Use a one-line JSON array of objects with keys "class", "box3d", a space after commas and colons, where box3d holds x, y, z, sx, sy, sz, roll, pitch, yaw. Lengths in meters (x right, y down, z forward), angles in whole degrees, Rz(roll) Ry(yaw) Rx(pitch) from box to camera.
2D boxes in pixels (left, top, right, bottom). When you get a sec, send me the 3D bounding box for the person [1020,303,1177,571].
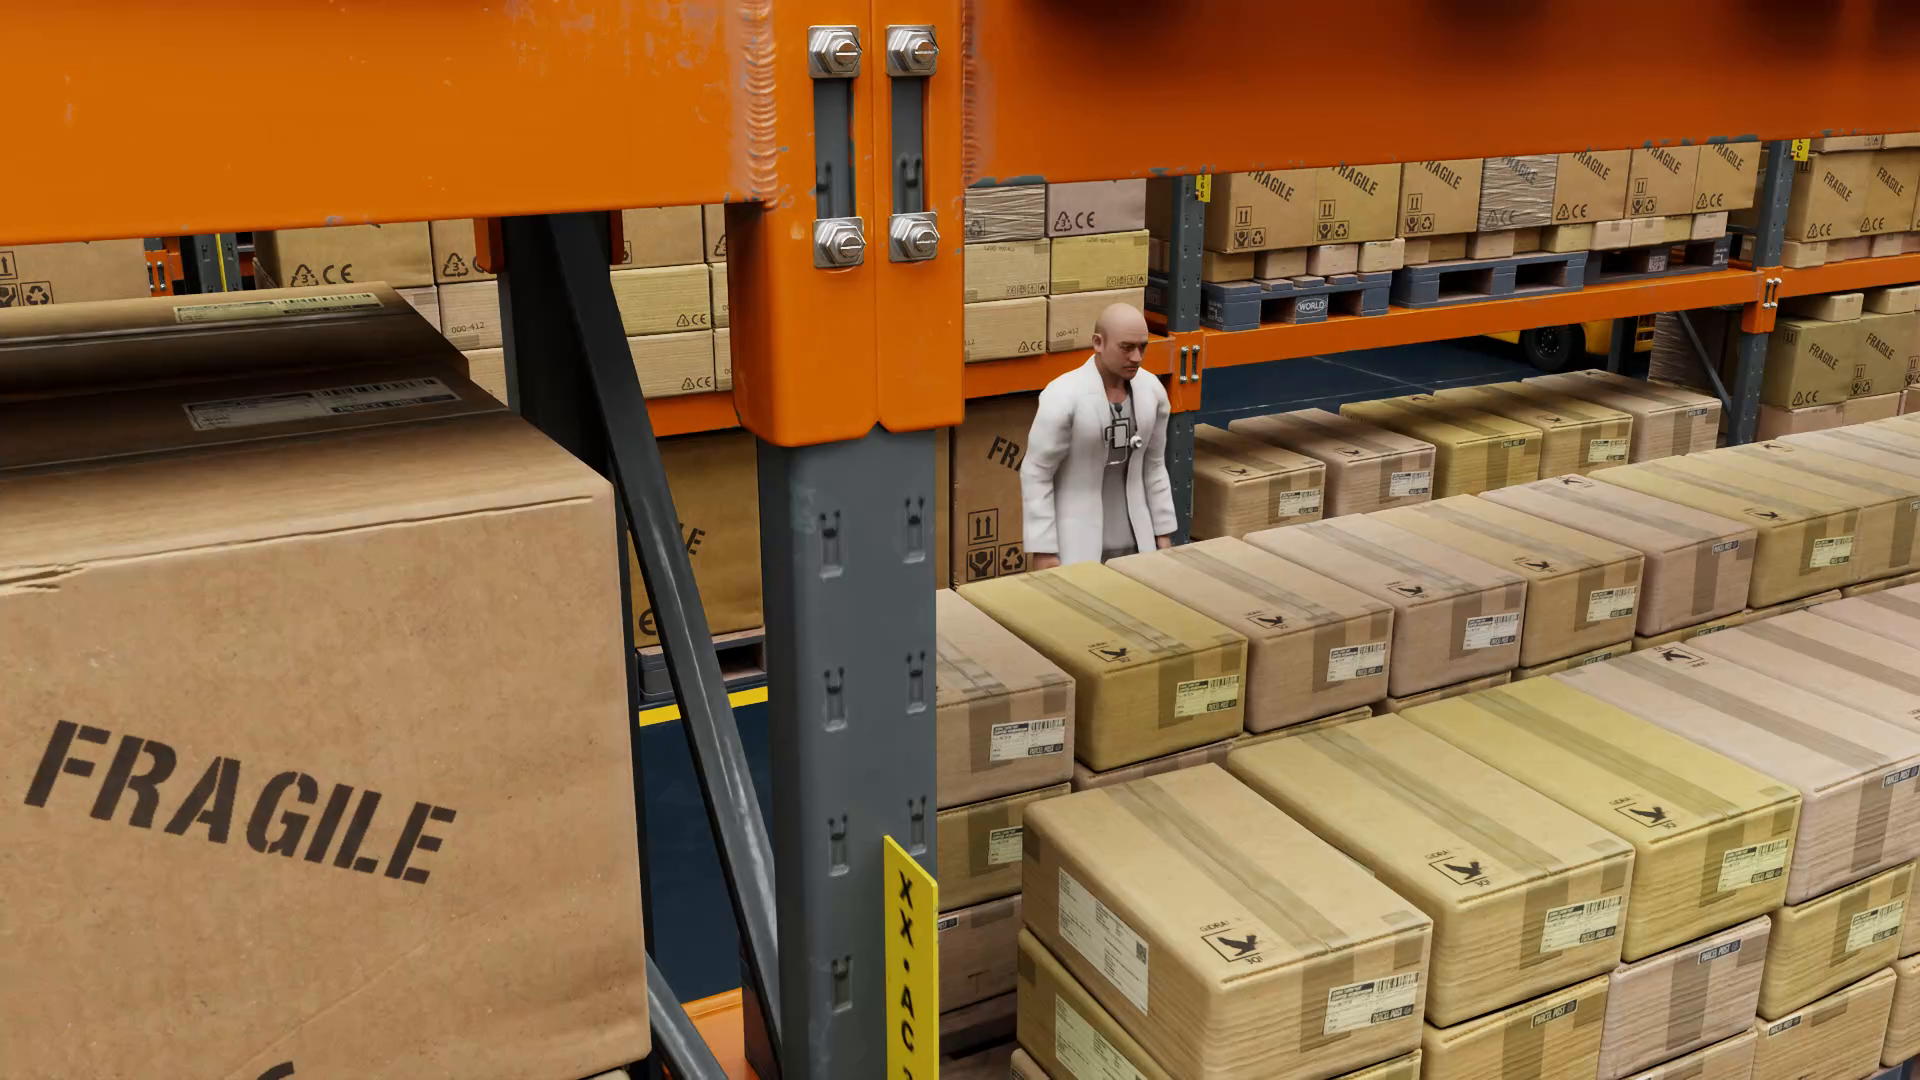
[{"class": "person", "box3d": [0.511, 0.019, 6.025, 0.640, 1.773, 0.424, -10, 21, -28]}]
